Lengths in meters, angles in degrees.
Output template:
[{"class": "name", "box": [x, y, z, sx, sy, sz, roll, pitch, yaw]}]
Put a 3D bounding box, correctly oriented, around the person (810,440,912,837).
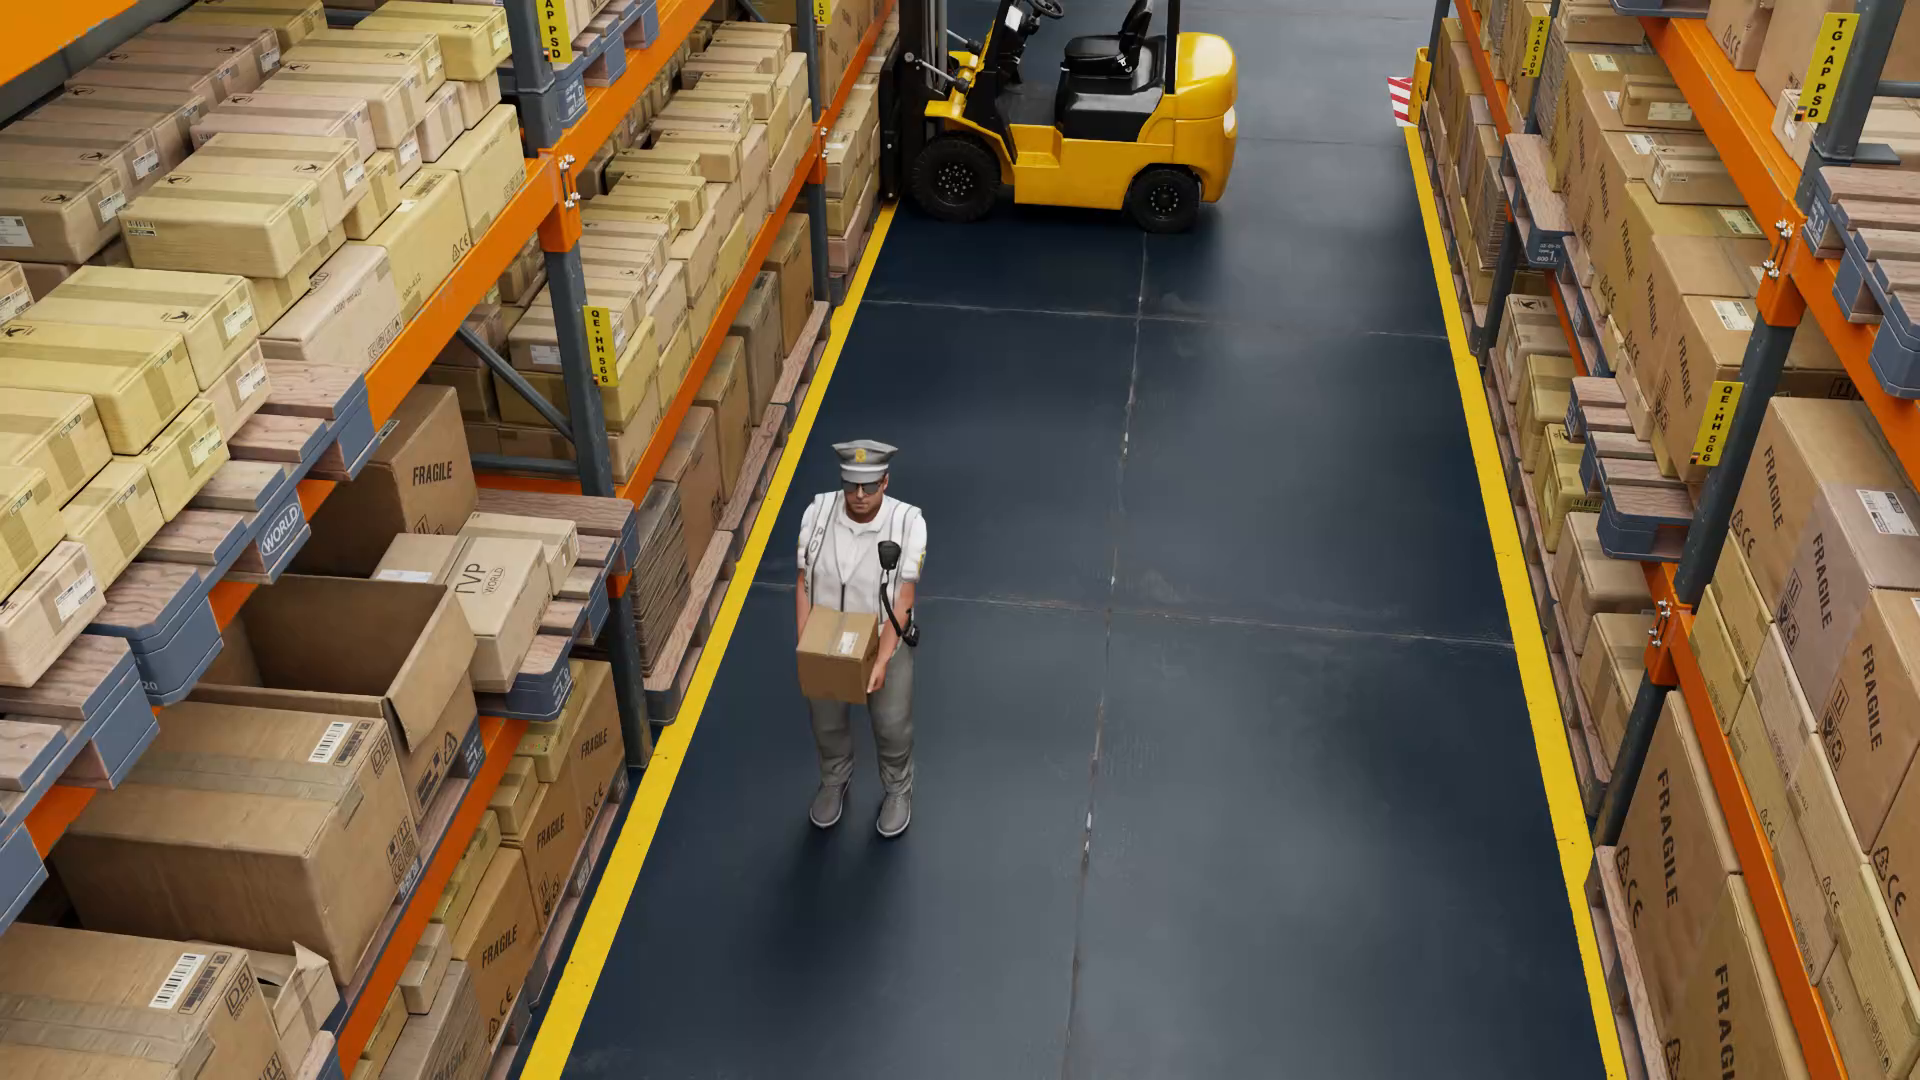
[{"class": "person", "box": [-0.395, 0.380, 6.494, 0.419, 1.767, 0.422, 7, 37, 10]}]
